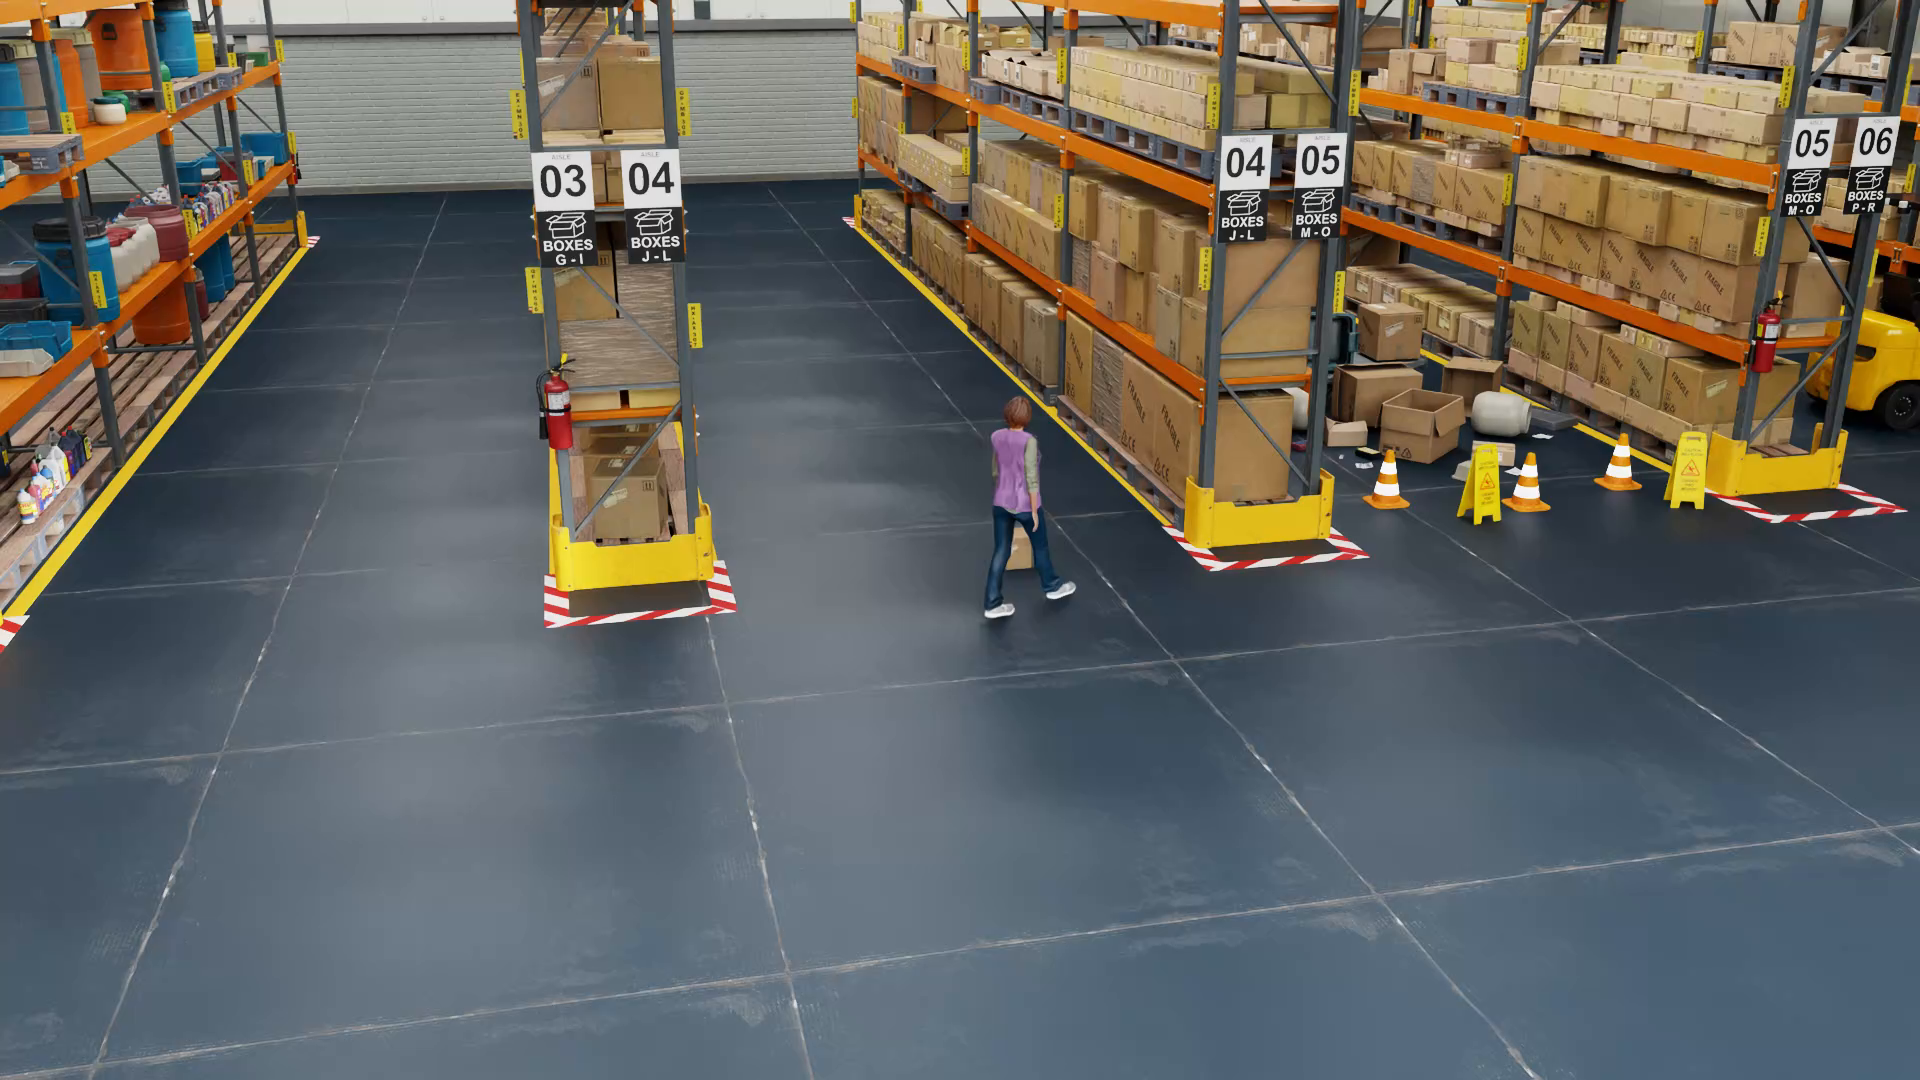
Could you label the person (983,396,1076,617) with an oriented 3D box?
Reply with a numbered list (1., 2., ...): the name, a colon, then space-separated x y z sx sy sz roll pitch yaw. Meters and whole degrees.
1. person: 0.448 -0.264 11.789 0.467 1.567 0.826 13 23 31
